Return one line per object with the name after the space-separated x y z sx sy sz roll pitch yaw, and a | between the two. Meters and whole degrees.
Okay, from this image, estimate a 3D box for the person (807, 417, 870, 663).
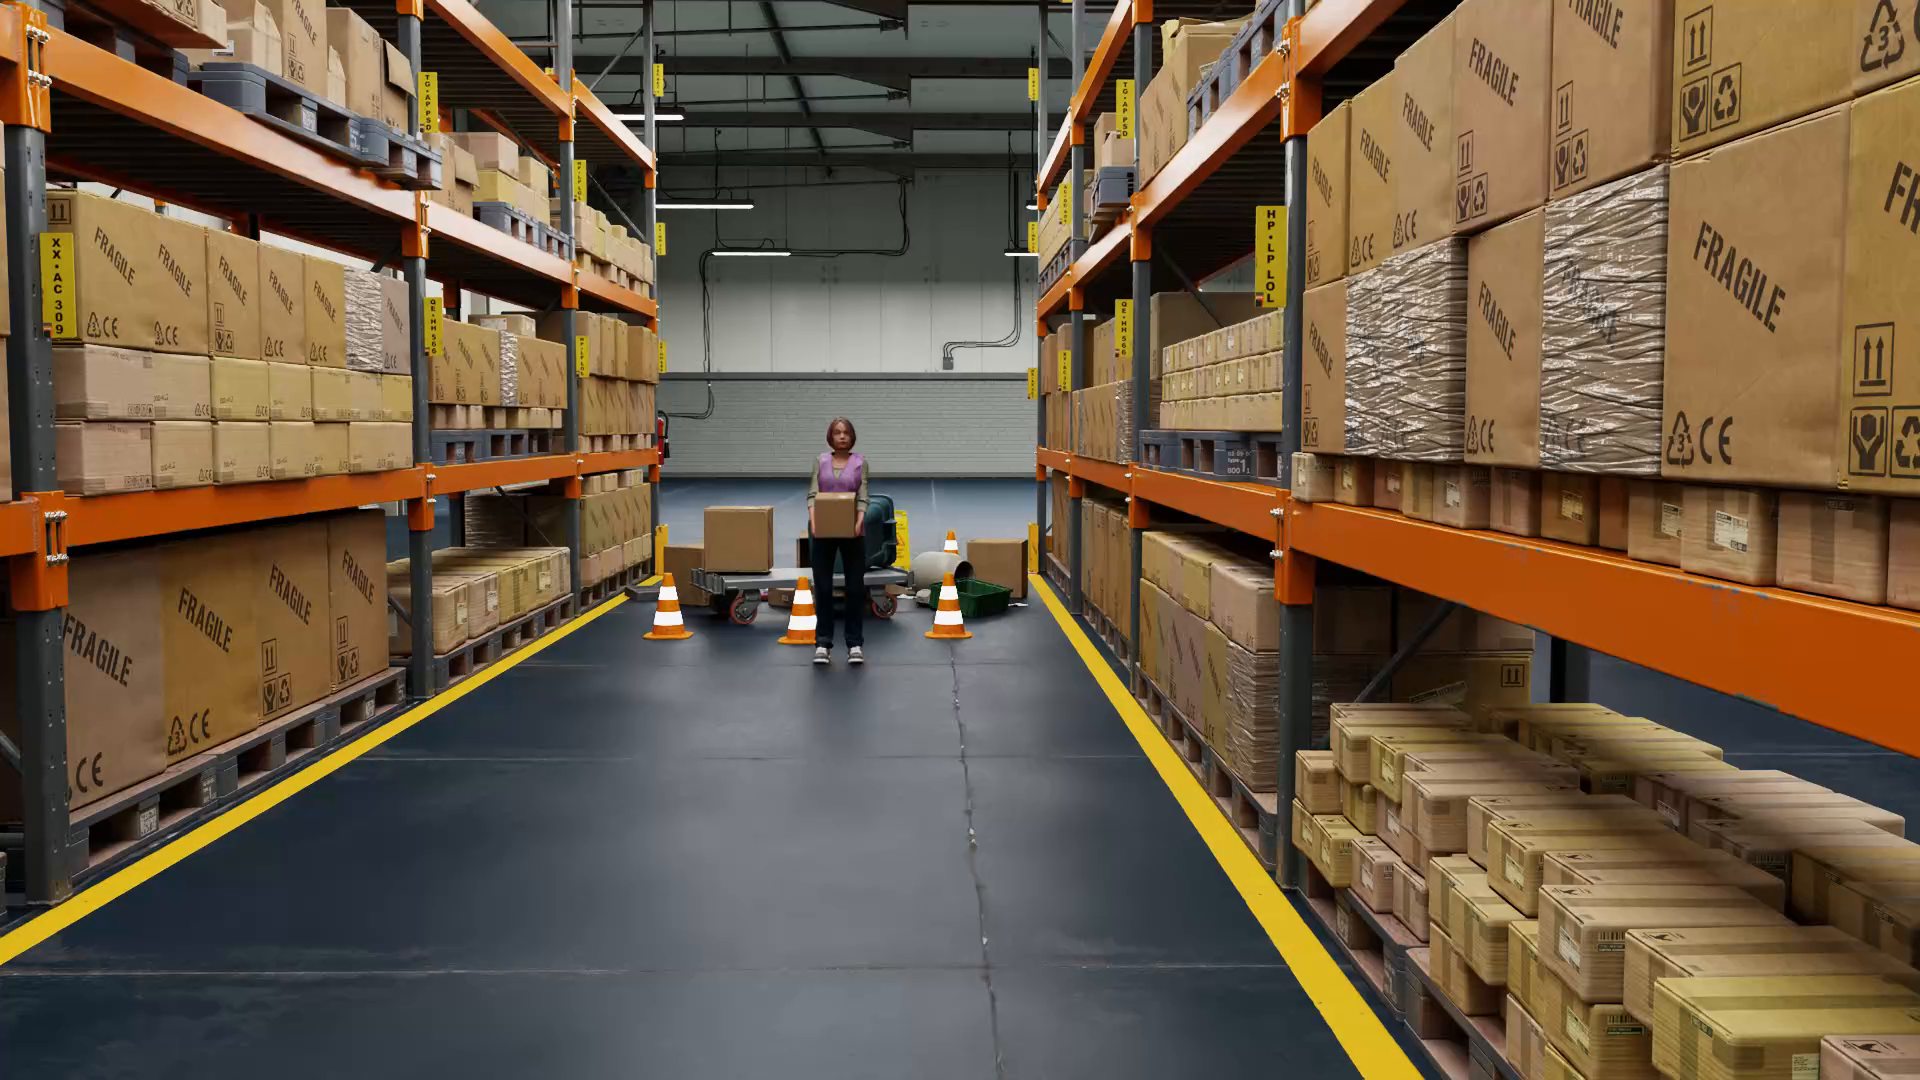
-0.783 0.004 10.710 0.405 1.589 0.495 0 4 -1 | person
